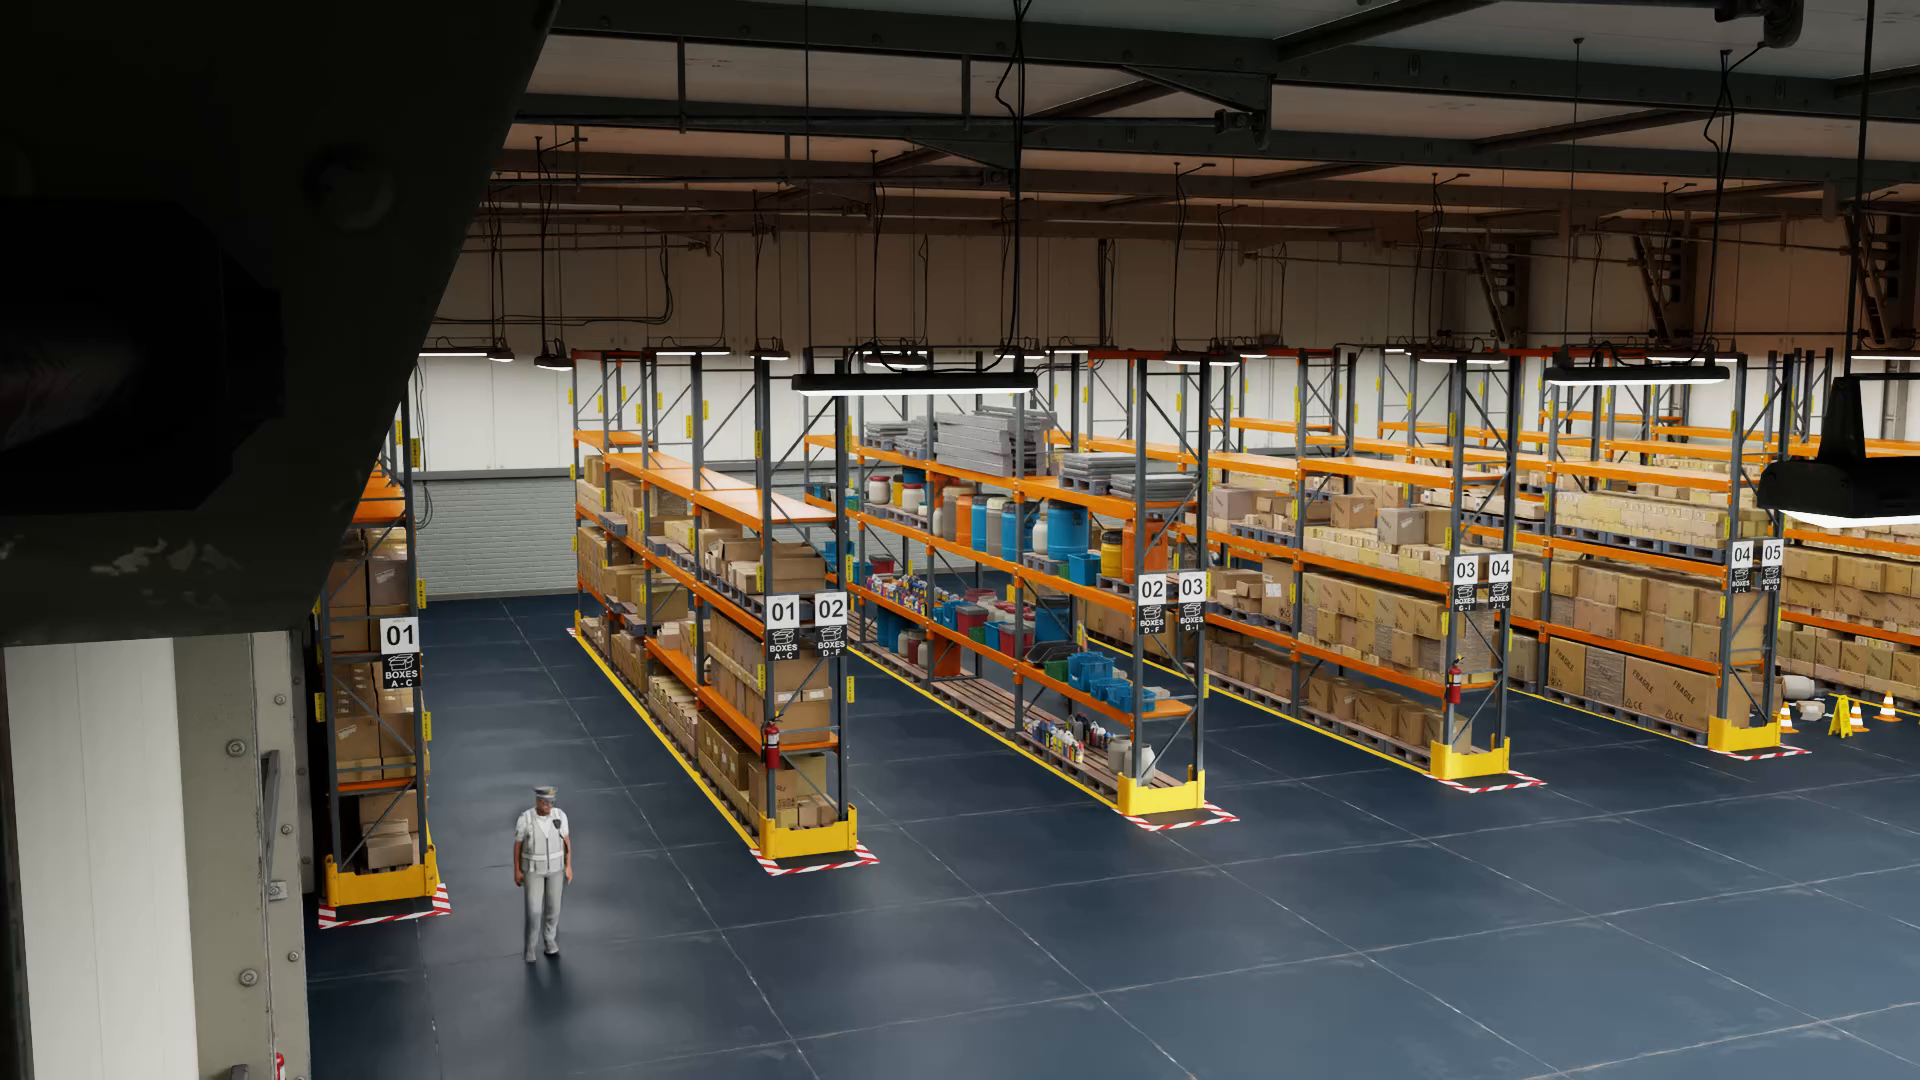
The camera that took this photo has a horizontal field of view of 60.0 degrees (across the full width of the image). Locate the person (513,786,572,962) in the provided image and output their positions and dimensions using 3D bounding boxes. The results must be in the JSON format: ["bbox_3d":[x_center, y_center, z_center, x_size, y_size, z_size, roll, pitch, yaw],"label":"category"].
[{"bbox_3d":[-4.241,3.409,16.947,0.562,1.847,0.418,-4,8,-30],"label":"person"}]

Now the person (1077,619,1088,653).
[{"bbox_3d":[1.834,1.843,27.919,0.575,1.588,0.749,-2,8,-19],"label":"person"}]

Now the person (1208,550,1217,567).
[{"bbox_3d":[6.050,0.297,41.457,1.063,1.728,0.534,-2,7,-15],"label":"person"}]
